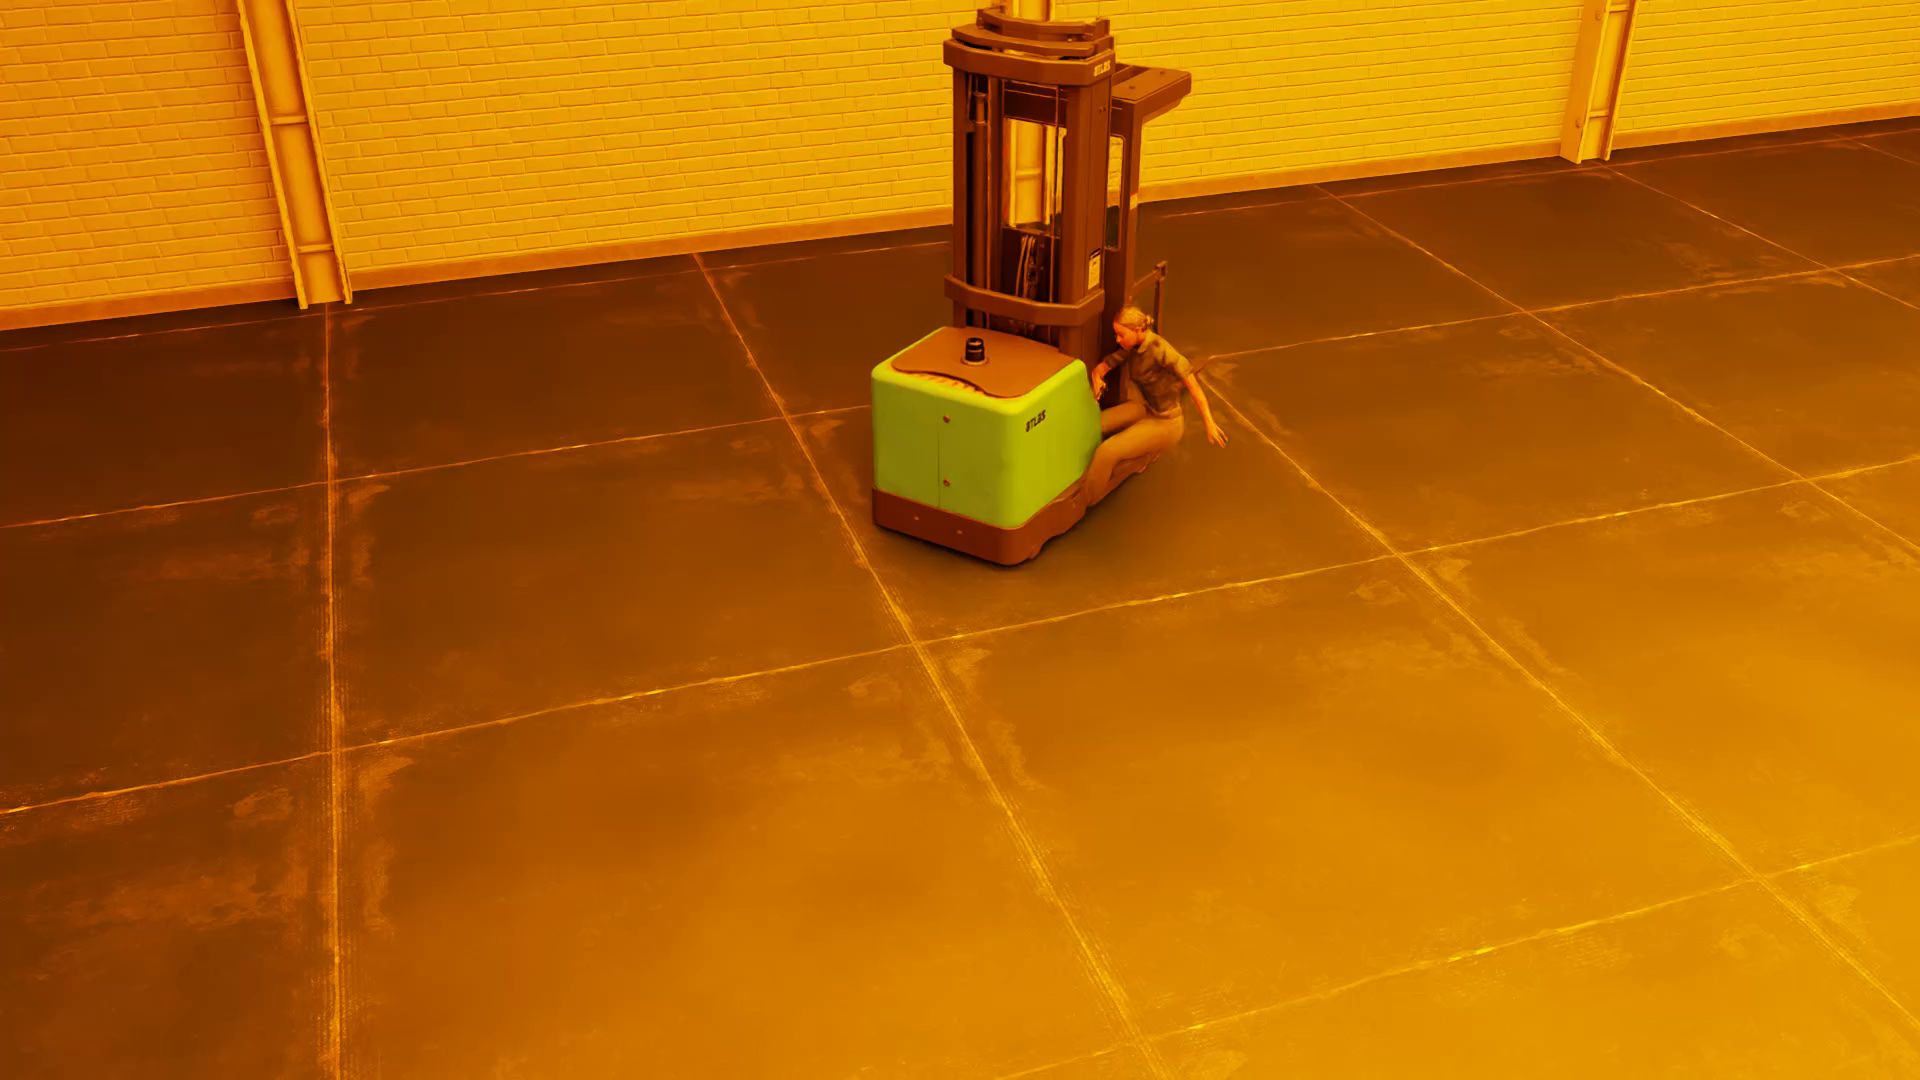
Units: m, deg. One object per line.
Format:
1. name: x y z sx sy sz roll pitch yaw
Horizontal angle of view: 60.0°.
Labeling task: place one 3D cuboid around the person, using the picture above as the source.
1. person: 0.981 -0.706 9.907 0.899 1.346 1.008 -8 31 -14

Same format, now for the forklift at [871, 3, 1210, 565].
1. forklift: 0.684 -1.821 10.251 1.130 2.935 3.031 18 34 28
